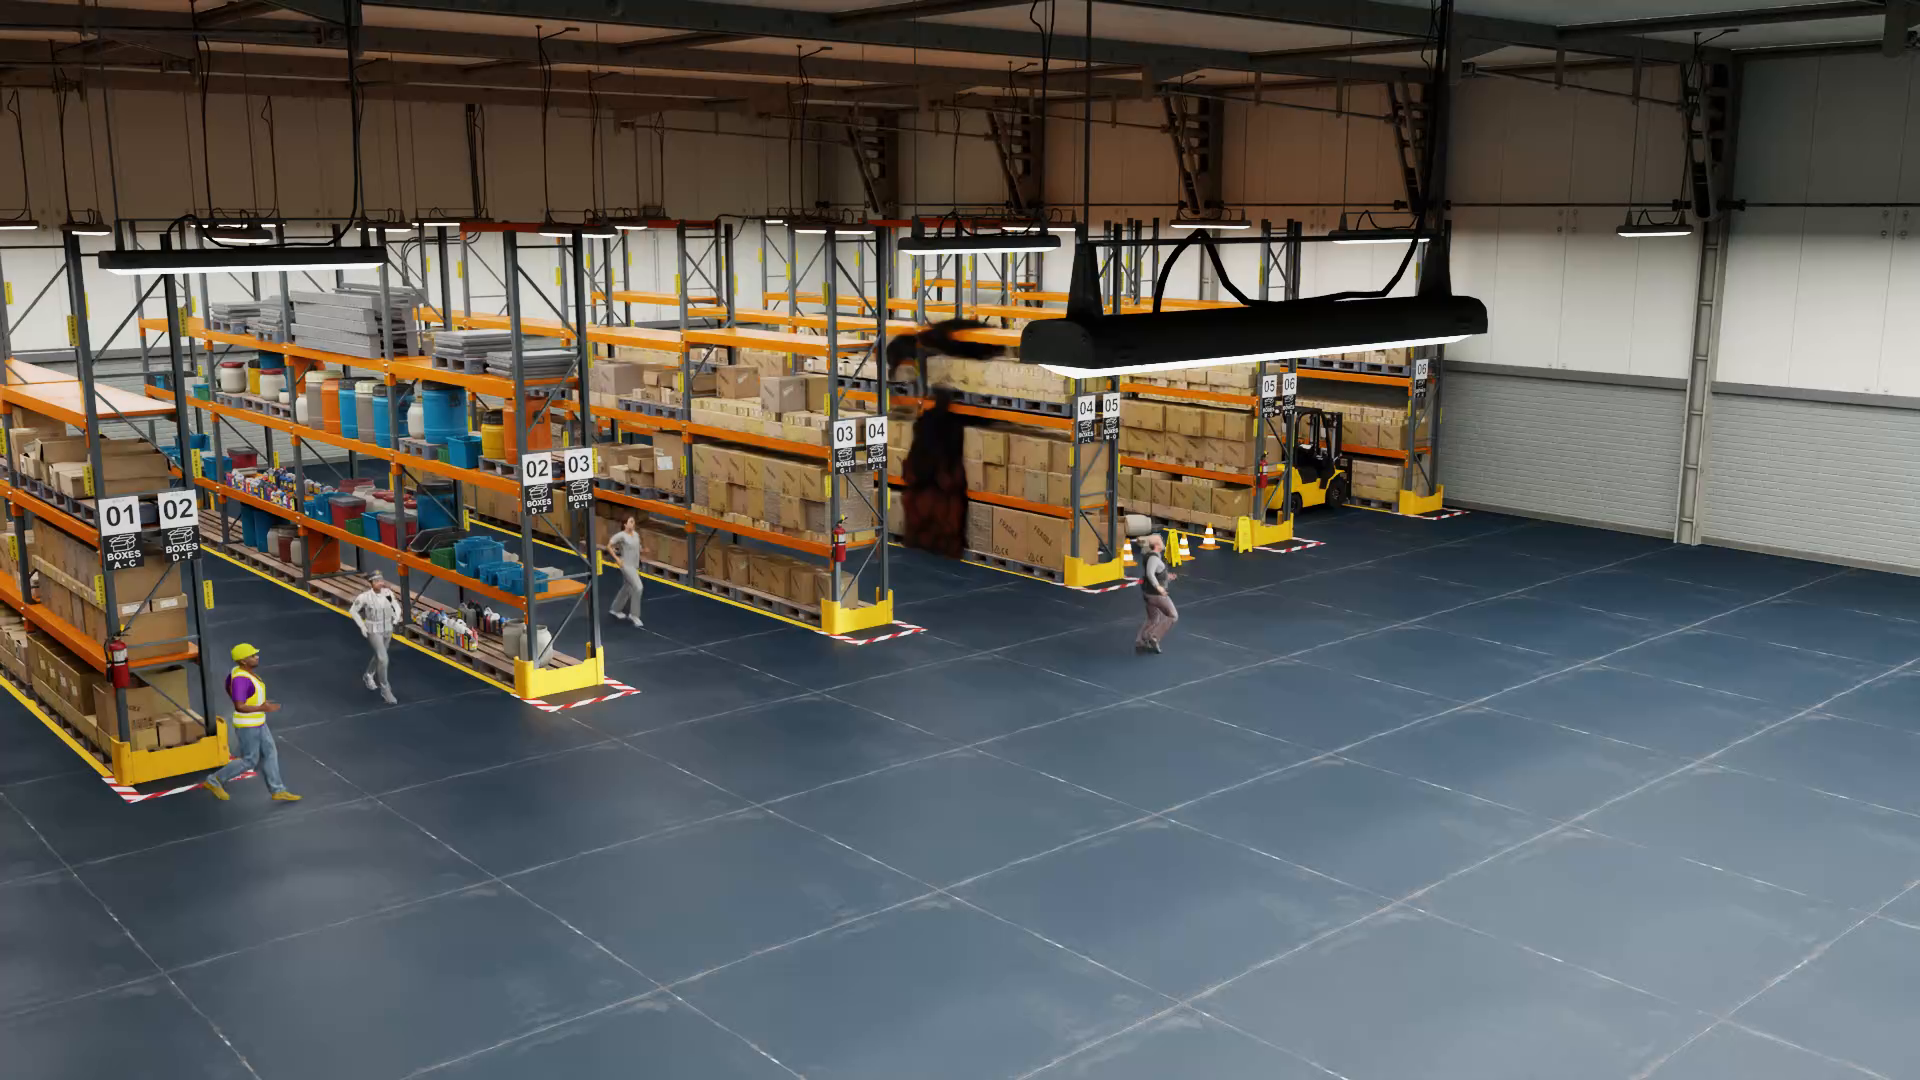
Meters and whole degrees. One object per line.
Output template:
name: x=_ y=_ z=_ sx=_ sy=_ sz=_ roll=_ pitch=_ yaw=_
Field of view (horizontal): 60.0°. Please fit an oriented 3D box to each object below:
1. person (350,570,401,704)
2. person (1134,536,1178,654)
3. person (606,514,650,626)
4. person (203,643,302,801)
person: x=-7.547 y=1.214 z=21.581 sx=0.760 sy=1.745 sz=0.605 roll=9 pitch=14 yaw=37
person: x=2.825 y=0.776 z=23.717 sx=0.675 sy=1.702 sz=0.634 roll=-3 pitch=12 yaw=-13
person: x=-5.070 y=0.452 z=25.429 sx=0.758 sy=1.722 sz=0.545 roll=5 pitch=12 yaw=22
person: x=-7.571 y=1.970 z=17.682 sx=0.951 sy=1.777 sz=0.706 roll=-3 pitch=12 yaw=-15
